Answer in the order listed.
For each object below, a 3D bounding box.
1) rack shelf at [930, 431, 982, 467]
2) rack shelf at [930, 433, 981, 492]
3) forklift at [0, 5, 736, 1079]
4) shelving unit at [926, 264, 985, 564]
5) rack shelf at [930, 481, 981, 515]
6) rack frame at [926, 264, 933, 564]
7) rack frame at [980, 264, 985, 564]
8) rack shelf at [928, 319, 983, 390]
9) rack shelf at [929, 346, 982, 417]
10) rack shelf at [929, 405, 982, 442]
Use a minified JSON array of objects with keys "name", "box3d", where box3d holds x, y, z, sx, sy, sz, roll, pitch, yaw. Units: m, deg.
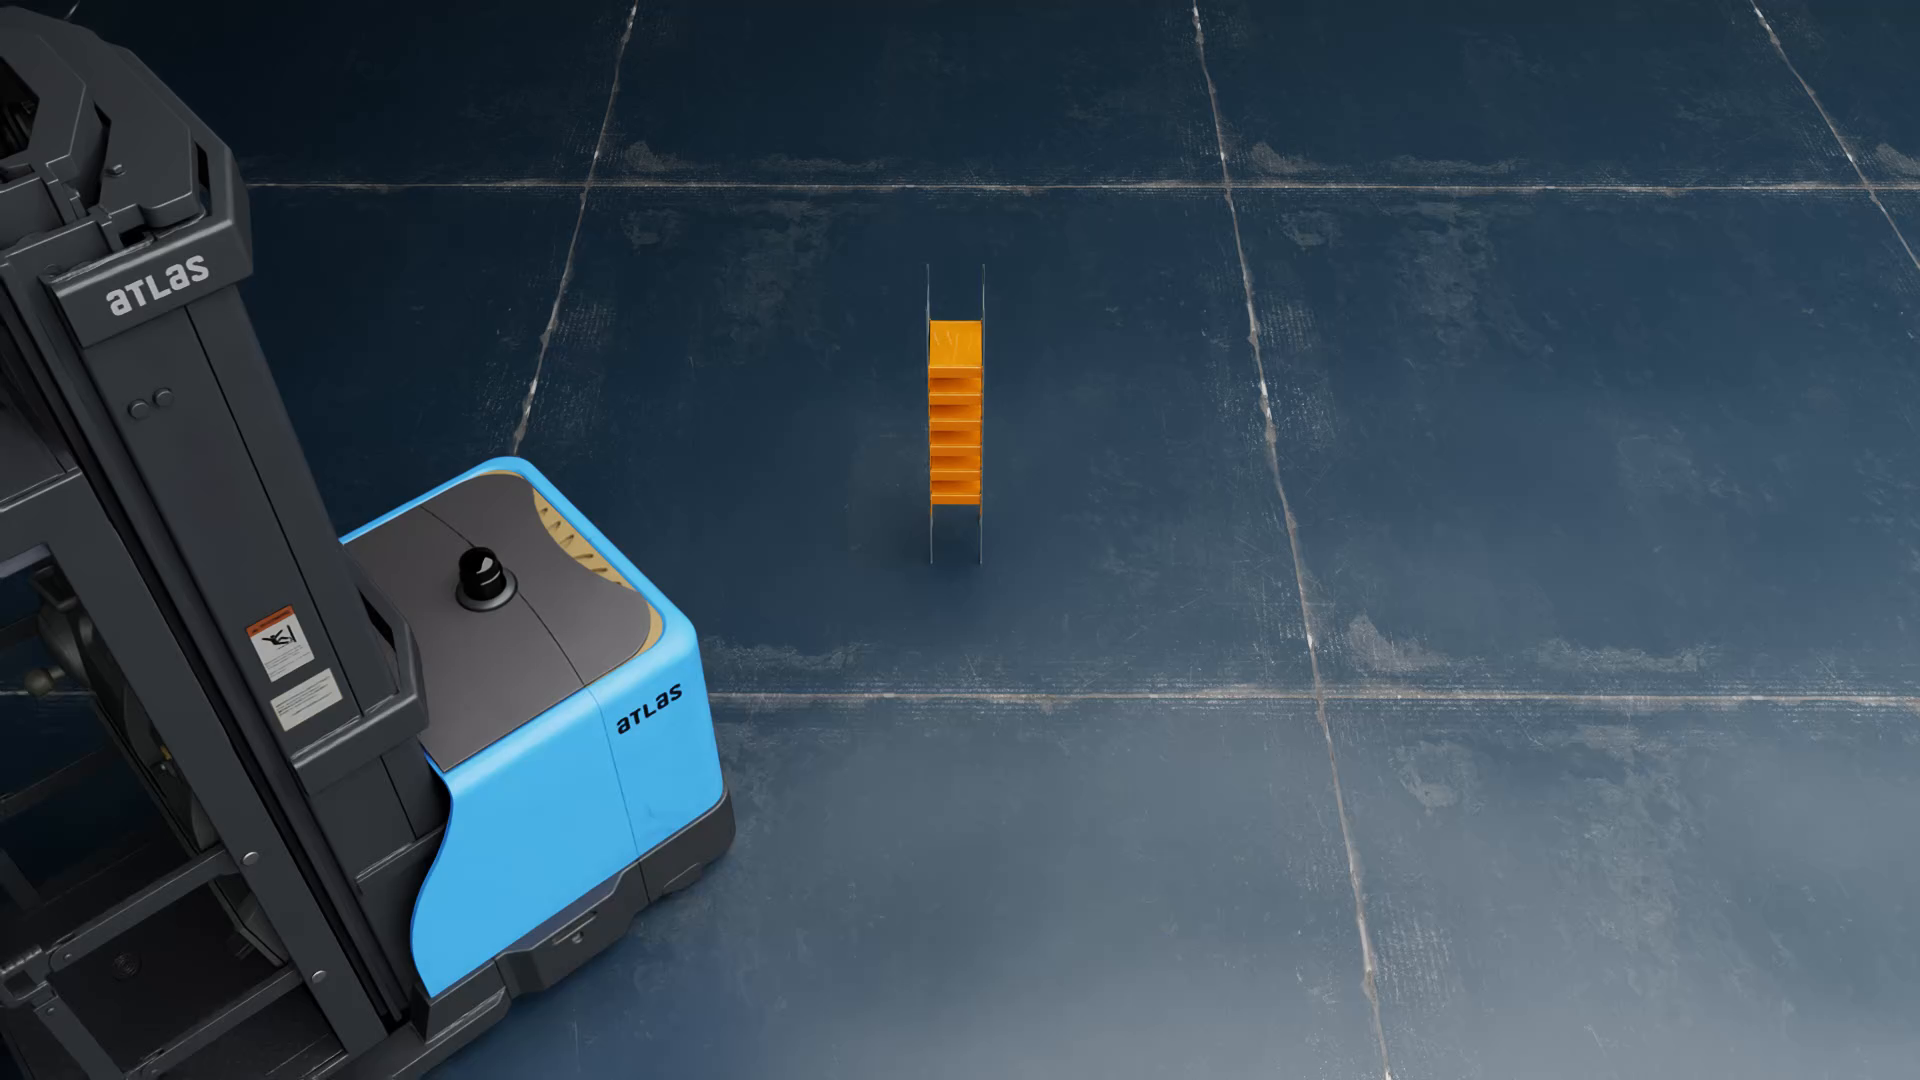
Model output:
[{"name":"rack shelf","box3d":[-0.014,-0.379,5.843,0.180,0.103,0.258,0,47,0]},{"name":"rack shelf","box3d":[-0.014,-0.297,5.931,0.180,0.103,0.258,0,47,0]},{"name":"forklift","box3d":[-2.152,0.430,3.847,3.031,2.935,1.130,-33,55,-27]},{"name":"shelving unit","box3d":[-0.014,-0.409,5.811,0.189,1.200,0.258,0,47,0]},{"name":"rack shelf","box3d":[-0.014,-0.215,6.019,0.180,0.103,0.258,0,47,0]},{"name":"rack frame","box3d":[-0.106,-0.409,5.811,0.006,1.200,0.240,0,47,0]},{"name":"rack frame","box3d":[0.077,-0.409,5.811,0.006,1.200,0.240,0,47,0]},{"name":"rack shelf","box3d":[-0.014,-0.624,5.580,0.180,0.103,0.258,0,47,0]},{"name":"rack shelf","box3d":[-0.014,-0.542,5.668,0.180,0.103,0.258,0,47,0]},{"name":"rack shelf","box3d":[-0.014,-0.460,5.756,0.180,0.103,0.258,0,47,0]}]
